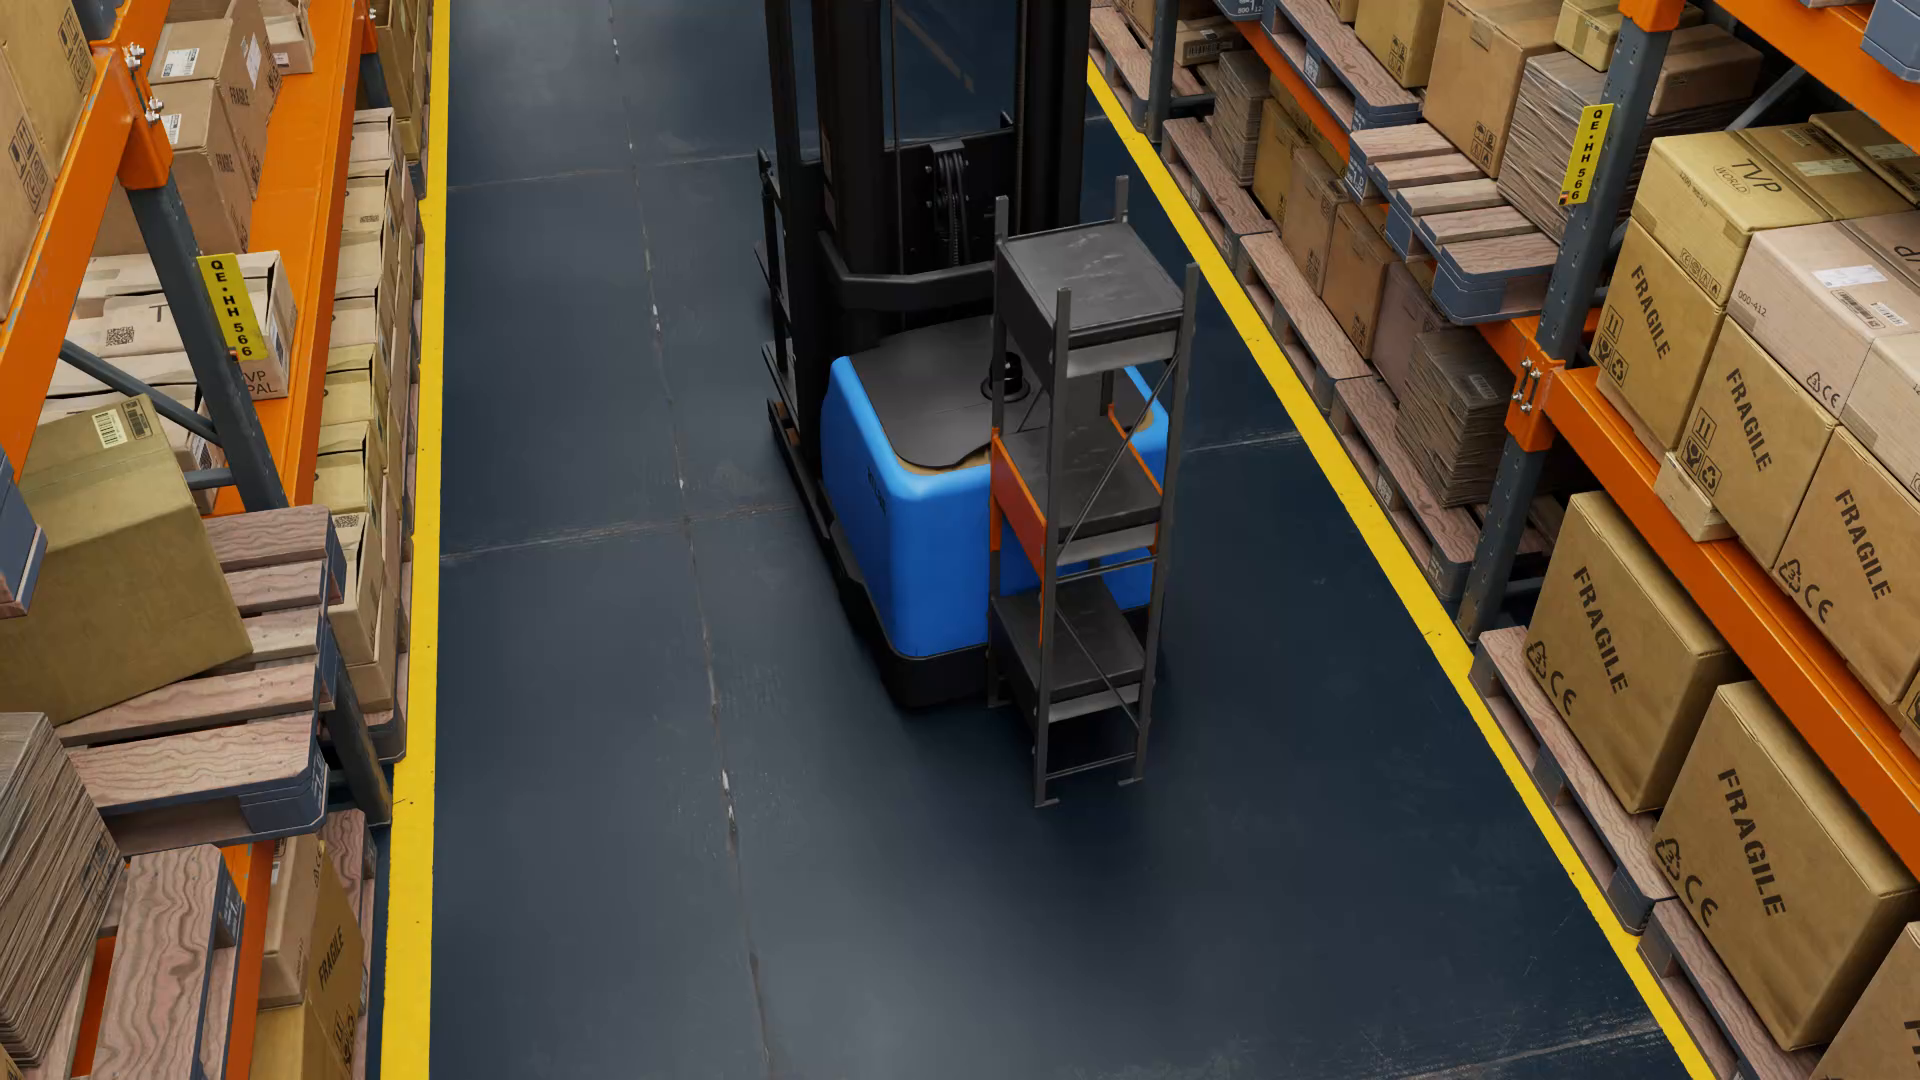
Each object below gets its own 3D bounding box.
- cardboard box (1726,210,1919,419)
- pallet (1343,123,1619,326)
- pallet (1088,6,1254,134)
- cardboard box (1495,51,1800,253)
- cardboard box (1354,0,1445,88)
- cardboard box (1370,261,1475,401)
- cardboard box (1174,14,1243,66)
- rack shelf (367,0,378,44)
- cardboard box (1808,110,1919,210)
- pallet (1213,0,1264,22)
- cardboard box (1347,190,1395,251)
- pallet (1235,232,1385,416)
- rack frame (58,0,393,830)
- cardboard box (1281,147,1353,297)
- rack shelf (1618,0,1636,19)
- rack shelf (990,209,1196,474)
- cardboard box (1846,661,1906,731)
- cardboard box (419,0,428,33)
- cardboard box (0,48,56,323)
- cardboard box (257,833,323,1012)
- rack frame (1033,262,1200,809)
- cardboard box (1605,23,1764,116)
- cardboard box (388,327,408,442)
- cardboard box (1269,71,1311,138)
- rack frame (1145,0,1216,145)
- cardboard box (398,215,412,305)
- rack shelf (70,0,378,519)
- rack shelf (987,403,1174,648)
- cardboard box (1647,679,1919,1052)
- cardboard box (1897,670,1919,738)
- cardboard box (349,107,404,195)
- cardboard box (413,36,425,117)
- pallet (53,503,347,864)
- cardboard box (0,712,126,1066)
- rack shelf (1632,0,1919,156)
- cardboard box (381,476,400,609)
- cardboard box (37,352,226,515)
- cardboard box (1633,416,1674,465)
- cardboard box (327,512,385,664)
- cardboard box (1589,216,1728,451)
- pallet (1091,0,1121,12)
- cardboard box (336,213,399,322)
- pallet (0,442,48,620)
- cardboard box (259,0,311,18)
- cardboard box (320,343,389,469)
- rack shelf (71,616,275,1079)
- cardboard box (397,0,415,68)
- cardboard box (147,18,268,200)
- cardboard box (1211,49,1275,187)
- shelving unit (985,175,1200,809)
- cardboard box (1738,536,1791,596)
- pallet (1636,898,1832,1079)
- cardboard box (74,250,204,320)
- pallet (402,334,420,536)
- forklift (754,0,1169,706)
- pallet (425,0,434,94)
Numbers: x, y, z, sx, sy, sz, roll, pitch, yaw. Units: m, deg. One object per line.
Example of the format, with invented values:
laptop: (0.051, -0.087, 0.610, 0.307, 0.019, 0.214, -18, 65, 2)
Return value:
cardboard box: (2.364, -0.588, 4.273, 0.500, 0.250, 0.500, -9, 42, -10)
pallet: (2.143, -1.206, 5.993, 1.213, 0.211, 1.003, -8, 42, -9)
pallet: (1.358, -2.811, 9.758, 1.003, 0.211, 1.213, -8, 42, -9)
cardboard box: (2.290, -1.336, 5.589, 0.700, 0.500, 0.500, -13, 43, -14)
cardboard box: (1.999, -2.140, 6.495, 0.700, 0.500, 0.500, -8, 42, -9)
cardboard box: (2.197, -0.870, 7.022, 0.700, 0.500, 0.500, -8, 42, -9)
cardboard box: (1.393, -2.871, 9.527, 0.380, 0.166, 0.250, -14, 43, -15)
rack shelf: (-3.730, -3.739, 9.244, 1.077, 0.370, 4.000, -8, 42, -9)
cardboard box: (2.752, -1.010, 4.749, 0.500, 0.250, 0.500, -7, 42, -8)
pallet: (1.560, -2.835, 7.829, 1.003, 0.211, 1.213, -8, 42, -9)
cardboard box: (2.017, -1.511, 7.180, 0.500, 0.250, 0.500, -9, 42, -9)
pallet: (1.974, -1.084, 7.812, 1.003, 0.211, 1.213, -8, 42, -9)
rack frame: (-2.435, -0.118, 4.624, 1.000, 3.000, 0.127, -8, 42, -9)
cardboard box: (1.944, -1.514, 7.748, 0.700, 0.500, 0.500, -8, 42, -9)
rack shelf: (1.969, -2.980, 6.130, 1.077, 0.370, 4.000, -8, 42, -9)
rack shelf: (0.368, -0.574, 4.781, 0.431, 0.518, 0.480, -12, 43, -14)
cardboard box: (2.551, 0.332, 4.290, 0.380, 0.149, 0.250, -8, 42, -9)
cardboard box: (-3.422, -3.157, 9.802, 0.500, 0.250, 0.500, -8, 42, -9)
cardboard box: (-2.198, -0.669, 2.909, 0.910, 0.500, 0.500, -8, 42, -9)
cardboard box: (-1.988, 0.980, 4.373, 0.500, 0.250, 0.500, -7, 42, -8)
rack frame: (0.445, 0.093, 5.064, 0.400, 2.100, 0.015, -12, 43, -14)
cardboard box: (2.297, -1.494, 5.279, 0.380, 0.149, 0.250, -14, 43, -15)
cardboard box: (-2.599, -0.623, 6.947, 0.500, 0.250, 0.500, -8, 42, -8)
cardboard box: (1.811, -2.174, 7.926, 0.500, 0.250, 0.500, -9, 42, -10)
rack frame: (1.538, -3.423, 8.347, 1.000, 3.000, 0.127, -8, 42, -9)
cardboard box: (-2.819, -1.285, 7.692, 0.500, 0.250, 0.500, -9, 42, -10)
rack shelf: (-2.867, -1.146, 6.323, 1.077, 0.370, 4.000, -8, 42, -9)
rack shelf: (0.368, -0.051, 5.246, 0.431, 0.518, 0.480, -12, 43, -14)
cardboard box: (2.614, 0.880, 4.802, 0.750, 0.750, 0.750, -9, 42, -9)
cardboard box: (2.586, 0.364, 3.766, 0.500, 0.500, 0.500, -7, 42, -8)
cardboard box: (-2.931, -1.828, 7.883, 0.500, 0.311, 0.500, -8, 42, -9)
cardboard box: (-3.206, -2.509, 9.072, 0.500, 0.250, 0.500, -8, 42, -9)
pallet: (-2.220, 0.383, 4.204, 1.213, 0.211, 1.003, -8, 42, -9)
cardboard box: (-2.178, 0.699, 3.311, 0.700, 0.500, 0.500, -1, 42, -1)
rack shelf: (2.833, -0.387, 3.209, 1.077, 0.370, 4.000, -8, 42, -9)
cardboard box: (-2.371, 0.046, 6.194, 0.500, 0.250, 0.500, -9, 42, -10)
cardboard box: (-2.471, -0.327, 4.926, 0.500, 0.311, 0.500, -6, 42, -7)
cardboard box: (2.292, -0.333, 5.040, 0.380, 0.149, 0.250, -8, 42, -9)
cardboard box: (-2.261, 0.162, 5.641, 0.500, 0.311, 0.500, -7, 42, -8)
cardboard box: (2.256, -0.635, 4.892, 0.500, 0.500, 0.500, -7, 42, -8)
pallet: (1.091, -3.603, 10.650, 1.003, 0.211, 1.213, -8, 42, -9)
cardboard box: (-2.707, -1.168, 7.139, 0.500, 0.311, 0.500, -8, 42, -9)
pallet: (-1.871, 0.318, 2.014, 1.213, 0.211, 1.003, -8, 42, -9)
cardboard box: (-3.150, -2.342, 7.242, 0.500, 0.250, 0.500, -6, 42, -7)
cardboard box: (-2.491, -0.509, 6.396, 0.500, 0.311, 0.500, -9, 42, -10)
rack shelf: (-2.004, 1.447, 3.402, 1.077, 0.370, 4.000, -8, 42, -9)
cardboard box: (-3.209, -2.789, 8.822, 0.500, 0.500, 0.500, -8, 42, -9)
cardboard box: (-2.927, -1.582, 6.198, 0.500, 0.500, 0.500, -8, 42, -9)
cardboard box: (1.713, -2.178, 8.496, 0.700, 0.500, 0.500, -7, 42, -8)
shelving unit: (0.368, -0.061, 5.237, 0.431, 2.100, 0.503, -12, 43, -14)
cardboard box: (2.441, -0.003, 4.668, 0.380, 0.149, 0.250, -9, 42, -10)
pallet: (2.757, 1.523, 4.875, 1.003, 0.211, 1.213, -8, 42, -9)
cardboard box: (-2.765, -0.843, 5.629, 0.380, 0.149, 0.250, -5, 42, -6)
pallet: (-2.835, -0.404, 7.046, 1.003, 0.211, 1.213, -8, 42, -9)
forklift: (-0.196, -1.489, 6.220, 1.130, 2.935, 3.031, -12, 43, -14)
pallet: (-3.696, -2.982, 9.951, 1.003, 0.211, 1.213, -8, 42, -9)
